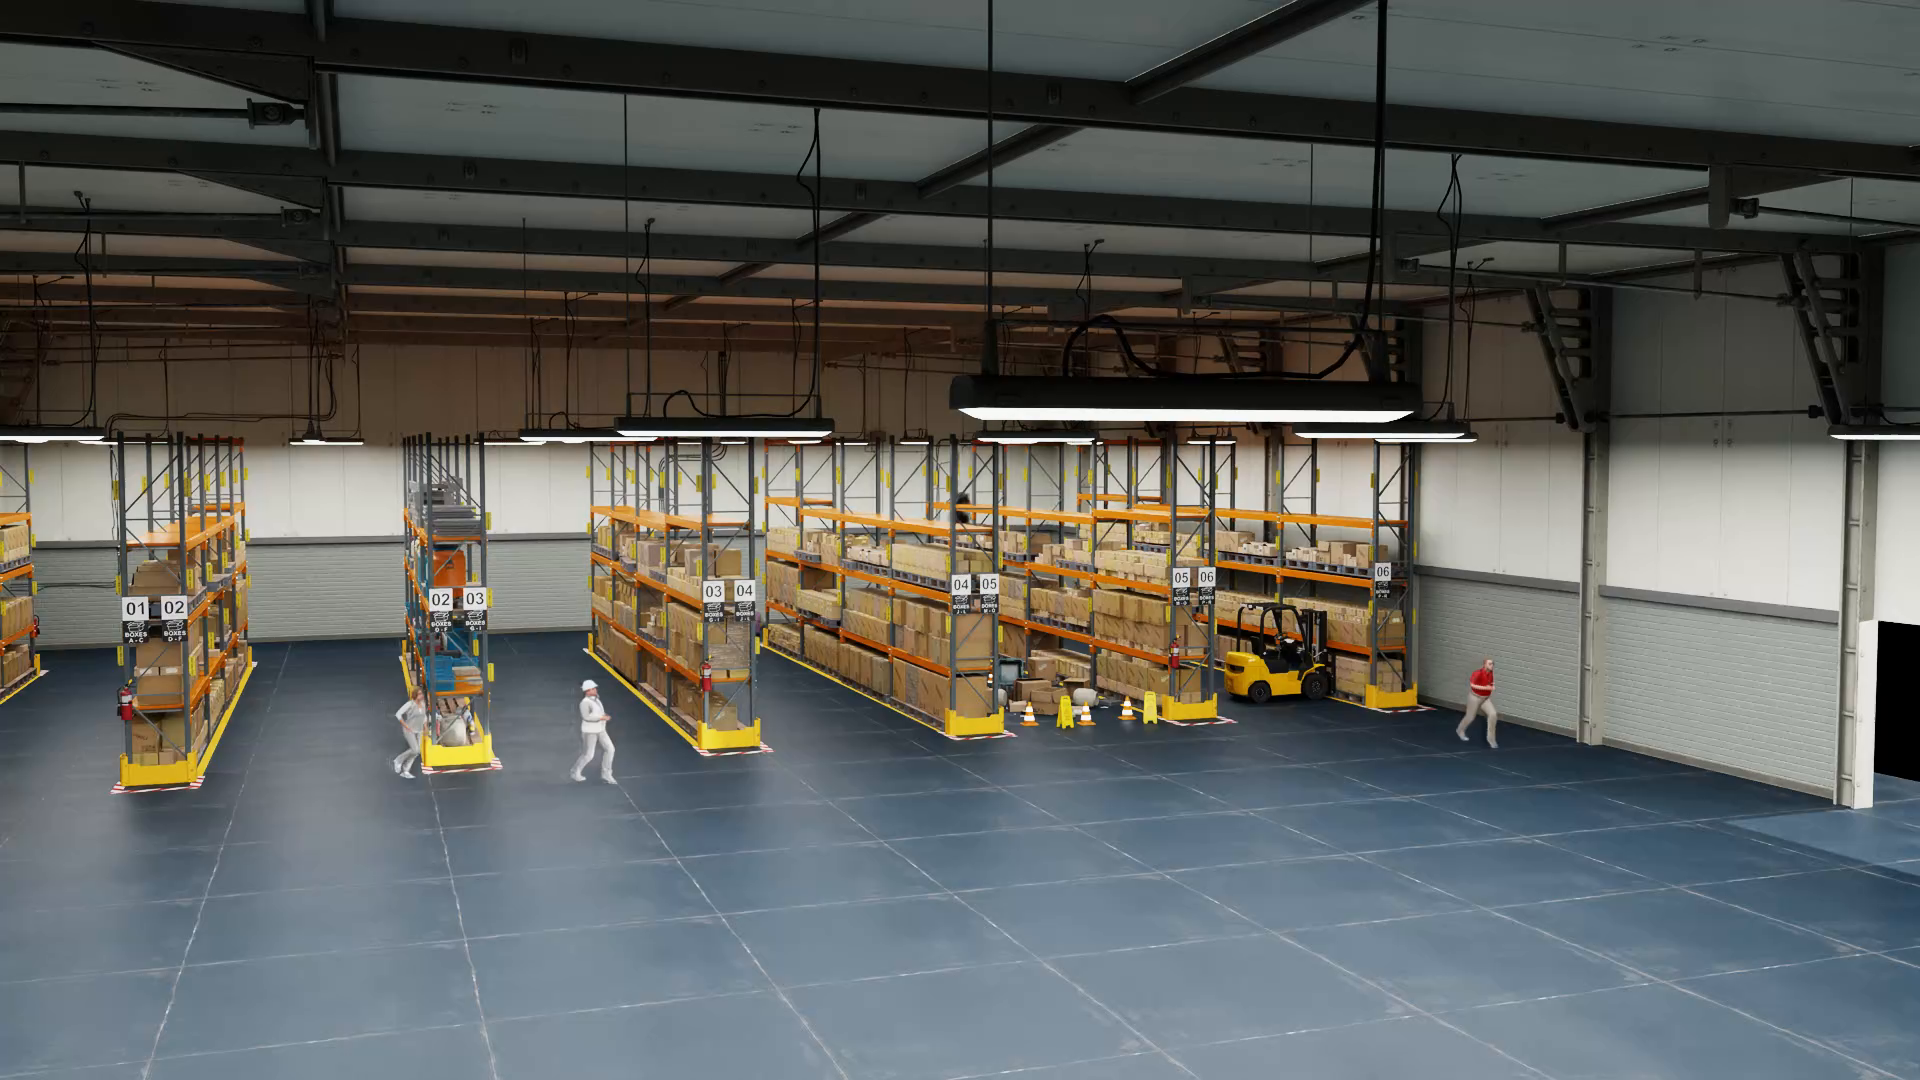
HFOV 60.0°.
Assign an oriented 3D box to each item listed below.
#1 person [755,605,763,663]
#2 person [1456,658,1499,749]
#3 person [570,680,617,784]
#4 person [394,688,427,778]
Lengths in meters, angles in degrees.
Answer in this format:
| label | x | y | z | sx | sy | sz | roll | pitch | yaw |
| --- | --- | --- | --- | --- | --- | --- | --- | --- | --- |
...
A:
| label | x | y | z | sx | sy | sz | roll | pitch | yaw |
| --- | --- | --- | --- | --- | --- | --- | --- | --- | --- |
| person | -5.510 | 2.481 | 44.363 | 0.547 | 1.563 | 0.755 | -1 | 3 | -23 |
| person | 9.953 | 3.117 | 31.996 | 0.658 | 1.749 | 1.015 | -1 | 3 | -25 |
| person | -6.256 | 3.280 | 28.350 | 0.791 | 1.805 | 0.658 | 1 | 3 | 16 |
| person | -9.512 | 3.356 | 28.954 | 0.525 | 1.549 | 0.550 | 2 | 4 | 29 |
